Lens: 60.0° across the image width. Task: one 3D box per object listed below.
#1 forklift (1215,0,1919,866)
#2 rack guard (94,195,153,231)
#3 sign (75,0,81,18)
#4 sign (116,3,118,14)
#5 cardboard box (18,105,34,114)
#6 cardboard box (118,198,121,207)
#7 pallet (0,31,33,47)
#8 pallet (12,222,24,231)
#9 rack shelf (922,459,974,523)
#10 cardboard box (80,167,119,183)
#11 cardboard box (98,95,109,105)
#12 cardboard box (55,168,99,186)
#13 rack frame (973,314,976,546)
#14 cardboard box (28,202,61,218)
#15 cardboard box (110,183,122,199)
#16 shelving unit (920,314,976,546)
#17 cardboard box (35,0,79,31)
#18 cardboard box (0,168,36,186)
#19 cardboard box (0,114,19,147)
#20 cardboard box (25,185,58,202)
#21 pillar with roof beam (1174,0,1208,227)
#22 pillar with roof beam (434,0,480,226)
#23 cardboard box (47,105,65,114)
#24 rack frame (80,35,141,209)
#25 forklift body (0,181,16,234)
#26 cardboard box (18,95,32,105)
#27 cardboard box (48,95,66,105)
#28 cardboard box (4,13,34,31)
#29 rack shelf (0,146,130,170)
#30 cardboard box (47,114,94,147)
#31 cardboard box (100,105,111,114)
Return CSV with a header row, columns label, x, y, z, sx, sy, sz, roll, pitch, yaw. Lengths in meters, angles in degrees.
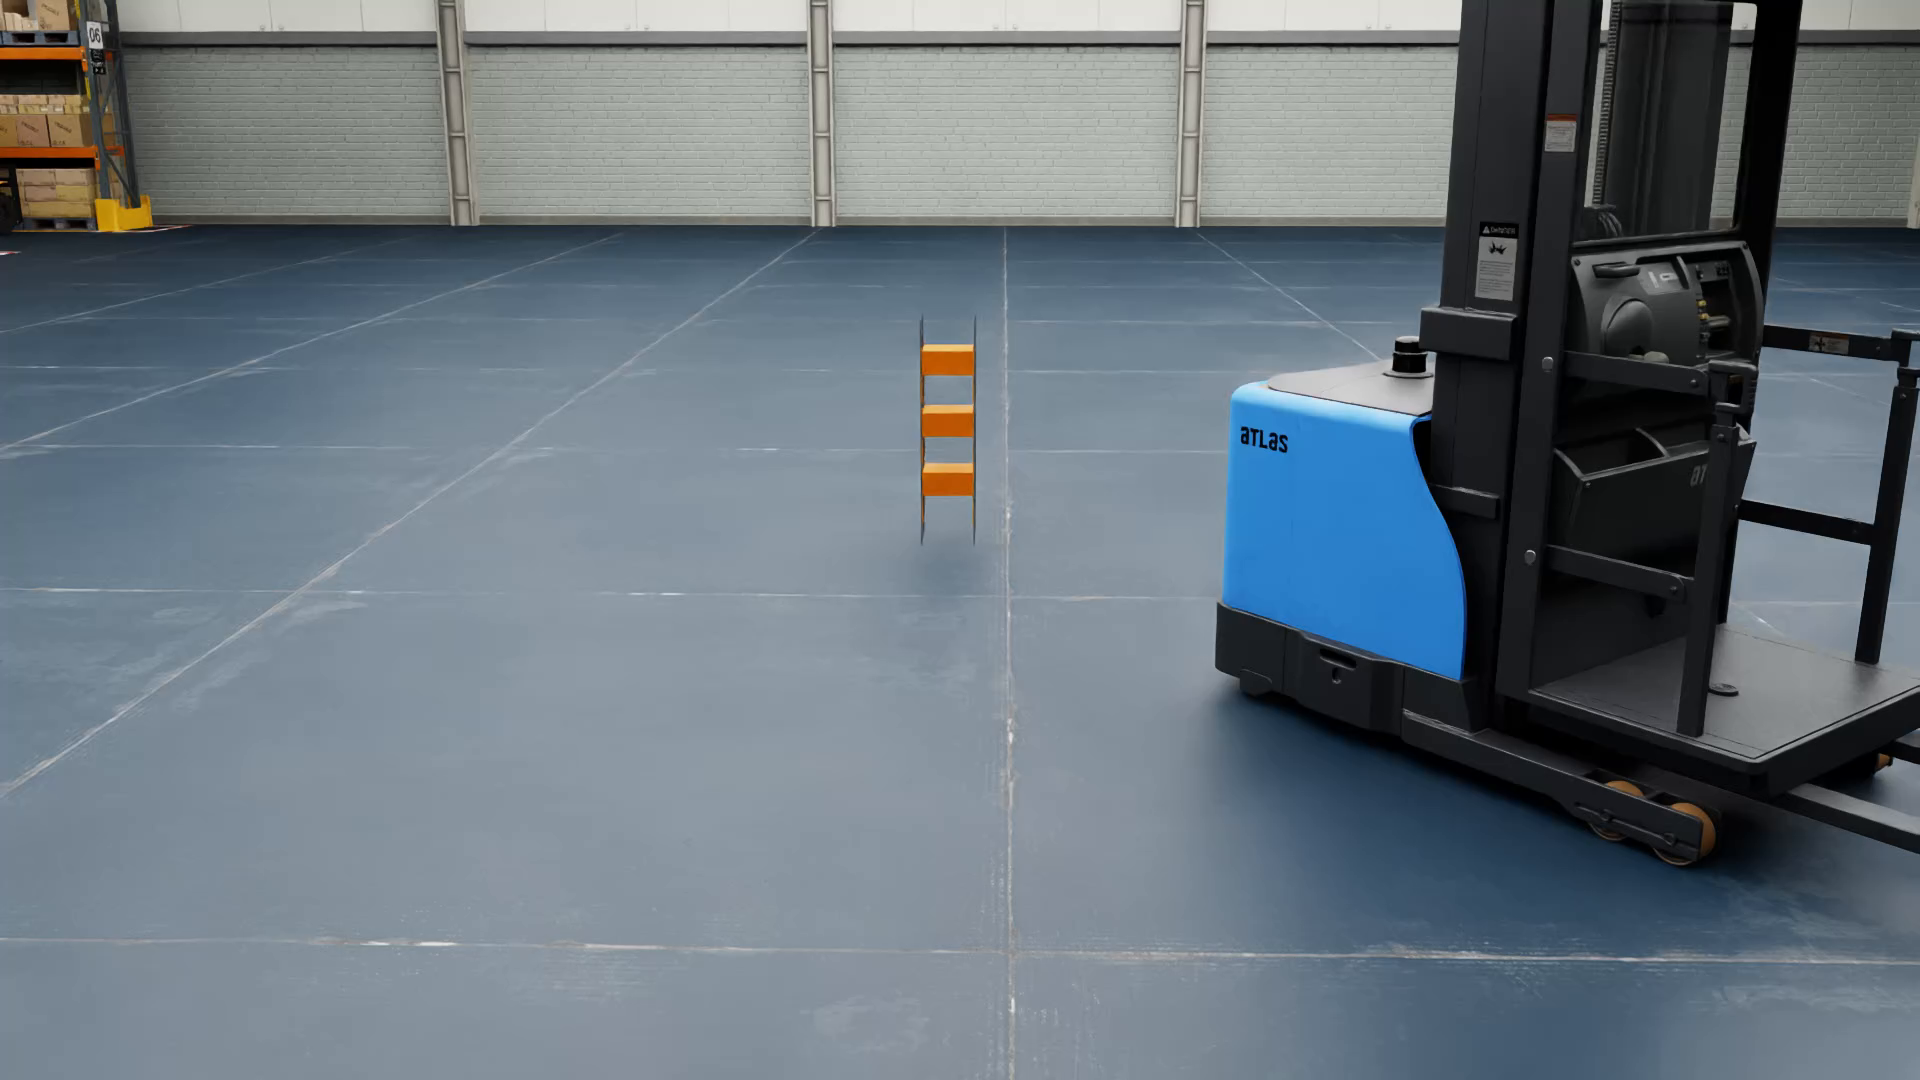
label,x,y,z,sx,sy,sz,roll,pitch,yaw
forklift,2.187,-0.678,4.664,1.130,2.935,3.031,-11,18,-36
rack guard,-13.552,-5.305,26.966,0.348,0.500,1.175,0,15,1
sign,-13.604,-8.215,25.638,0.005,0.325,0.100,0,15,1
sign,-13.556,-8.566,26.679,0.005,0.325,0.100,0,15,1
cardboard box,-14.692,-6.822,26.350,0.250,0.149,0.380,0,15,1
cardboard box,-14.062,-5.440,27.146,0.500,0.250,0.500,0,15,2
pallet,-15.505,-7.939,26.346,1.213,0.211,1.003,0,15,1
pallet,-15.558,-5.168,27.014,1.213,0.211,1.003,0,15,1
rack shelf,-0.053,-0.229,7.781,0.240,0.259,0.215,0,15,1
cardboard box,-14.052,-5.922,27.012,0.500,0.250,0.500,0,15,1
cardboard box,-13.907,-7.076,26.729,0.250,0.149,0.380,0,15,0
cardboard box,-14.045,-5.794,26.527,0.500,0.250,0.500,1,15,3
rack frame,0.068,-0.507,7.704,0.008,1.050,0.200,0,15,1
cardboard box,-14.551,-5.315,26.672,0.500,0.250,0.500,0,15,1
cardboard box,-14.041,-5.685,27.093,0.500,0.250,0.500,1,15,2
shelving unit,-0.053,-0.508,7.707,0.252,1.050,0.215,0,15,1
cardboard box,-14.025,-8.204,25.961,0.500,0.500,0.500,1,15,3
cardboard box,-15.060,-5.796,26.537,0.500,0.250,0.500,1,15,2
cardboard box,-15.106,-6.507,26.427,0.500,0.500,0.500,0,15,0
cardboard box,-14.572,-5.558,26.613,0.500,0.250,0.500,0,15,1
pillar with roof beam,3.635,-8.433,22.165,0.400,9.000,9.100,0,15,1
pillar with roof beam,-8.361,-8.511,22.461,0.400,9.000,9.100,0,15,1
cardboard box,-14.186,-6.800,26.267,0.250,0.149,0.380,1,15,2
rack frame,-13.576,-6.513,26.647,0.127,3.000,1.000,0,15,1
forklift body,-15.519,-5.650,25.039,1.214,2.155,2.313,0,15,1
cardboard box,-14.696,-6.977,26.353,0.250,0.149,0.380,0,15,2
cardboard box,-14.187,-6.961,26.295,0.250,0.149,0.380,0,15,2
cardboard box,-14.666,-8.080,25.949,0.258,0.266,0.396,0,15,2
rack shelf,-15.576,-6.178,26.788,4.000,0.370,1.077,0,15,1
cardboard box,-14.075,-6.498,26.393,0.500,0.500,0.500,0,15,0
cardboard box,-13.909,-6.944,26.811,0.250,0.149,0.380,0,15,0
